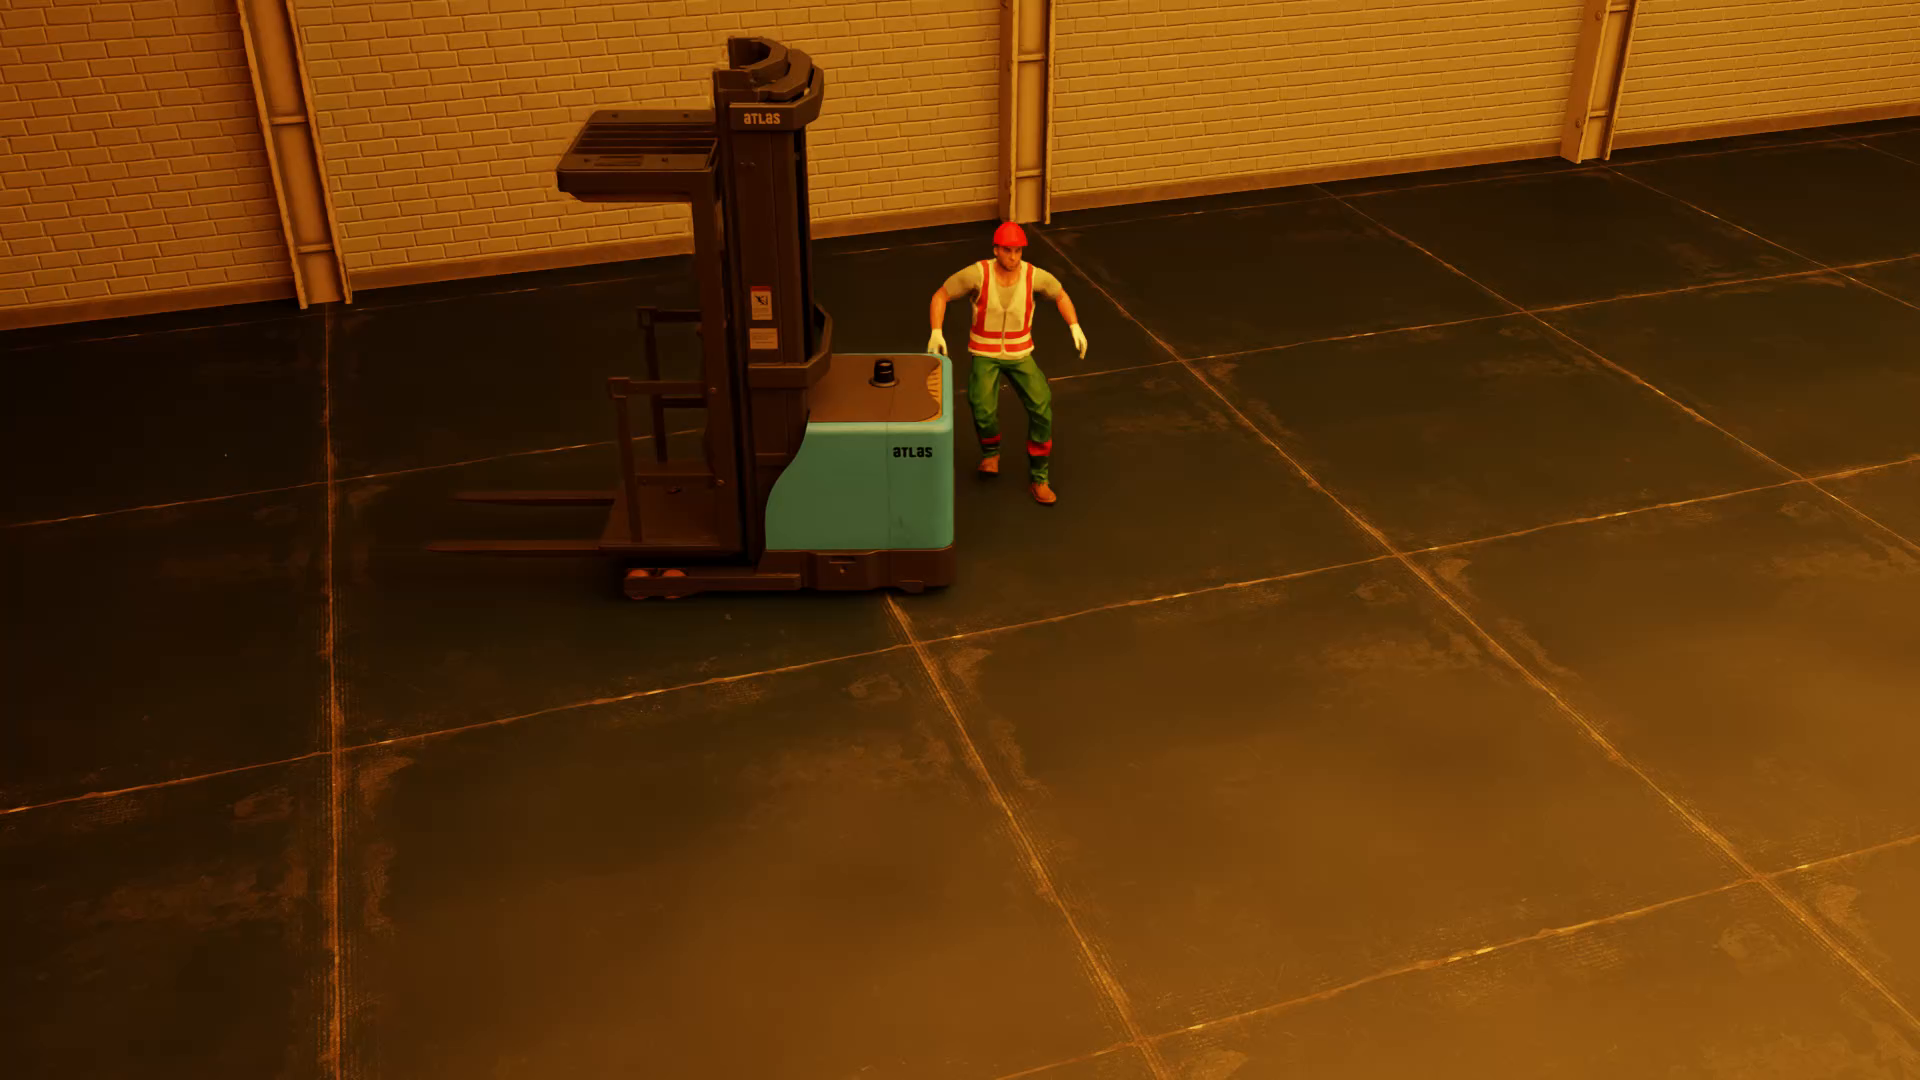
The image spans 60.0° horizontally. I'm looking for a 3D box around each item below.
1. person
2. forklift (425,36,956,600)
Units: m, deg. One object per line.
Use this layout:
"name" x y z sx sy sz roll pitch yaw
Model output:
"person" 0.301 -1.084 10.232 0.998 1.722 0.683 -3 30 -5
"forklift" -1.543 -1.199 9.170 3.031 2.935 1.130 0 30 0
